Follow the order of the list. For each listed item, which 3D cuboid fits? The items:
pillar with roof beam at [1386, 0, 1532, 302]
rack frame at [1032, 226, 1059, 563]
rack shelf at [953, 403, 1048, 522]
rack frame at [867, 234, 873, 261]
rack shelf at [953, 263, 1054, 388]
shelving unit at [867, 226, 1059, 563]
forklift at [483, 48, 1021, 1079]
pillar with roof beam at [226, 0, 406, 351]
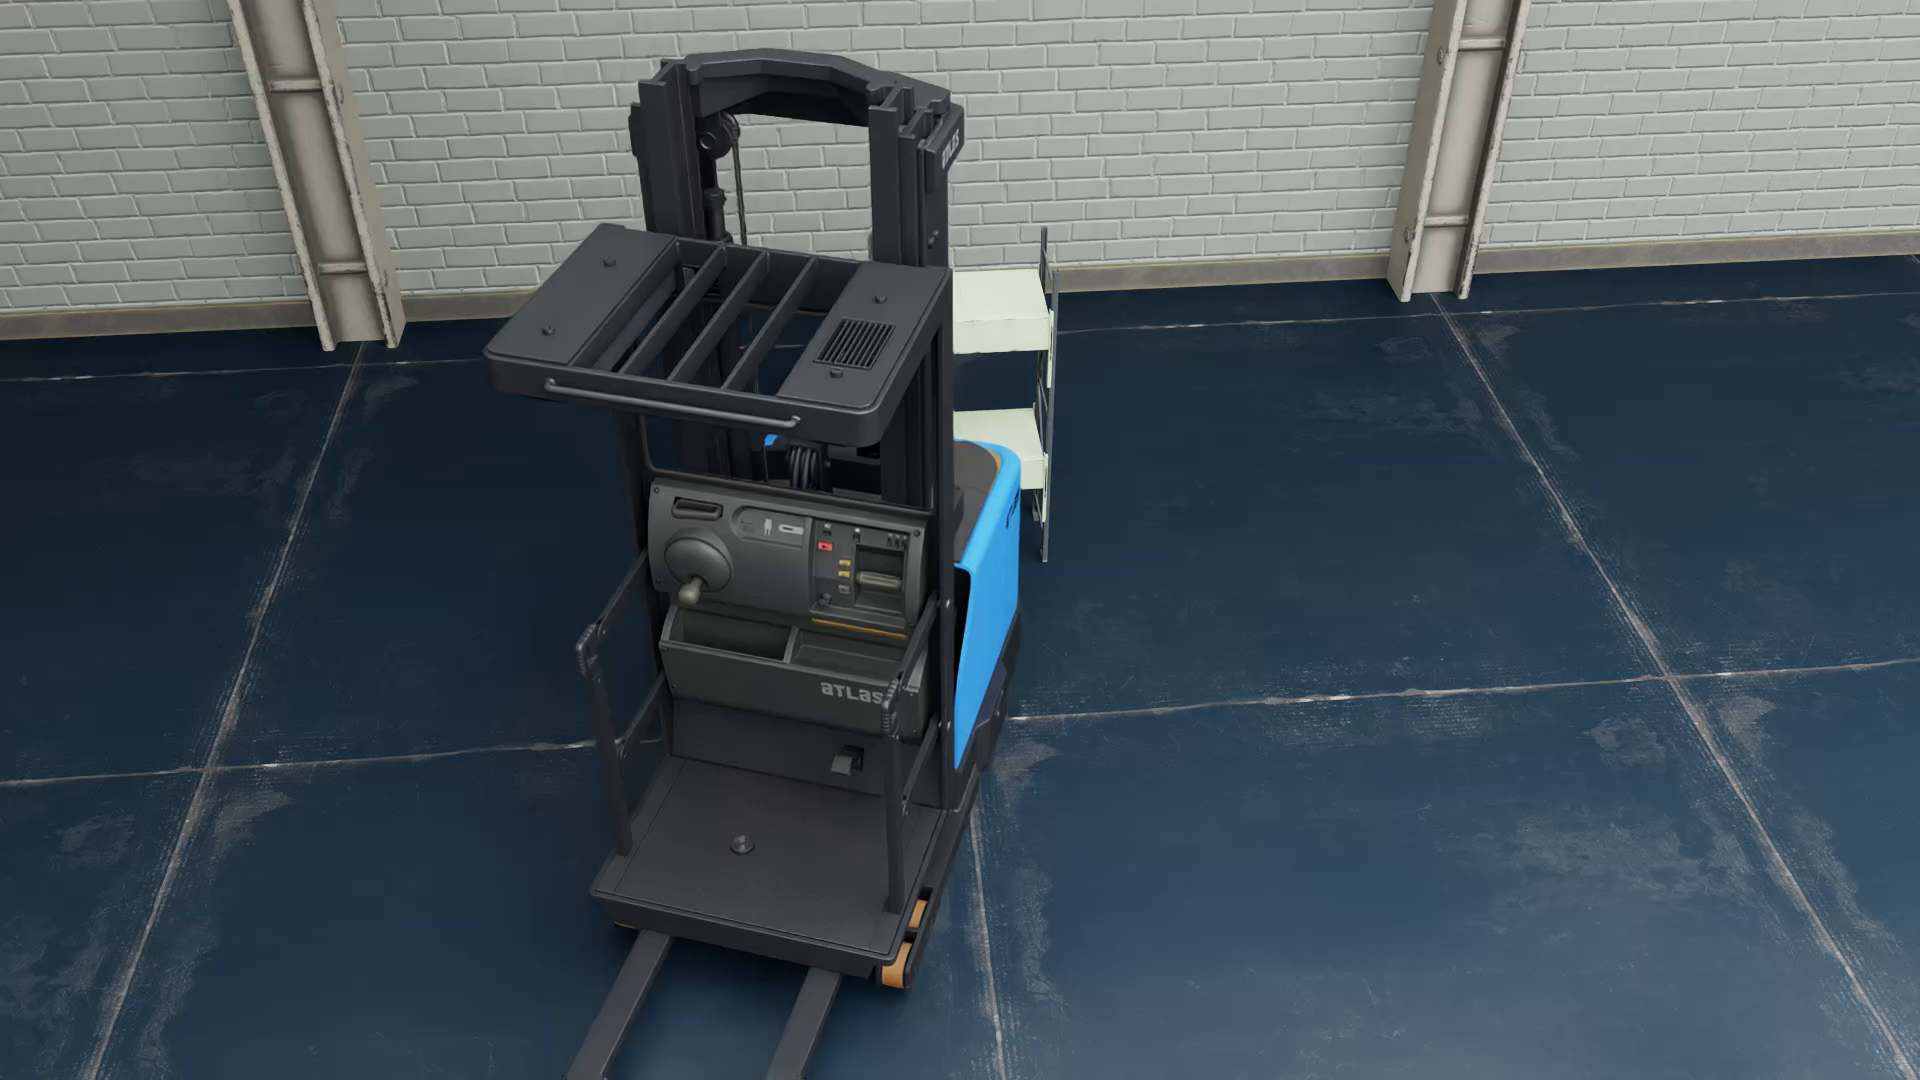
[{"bbox_3d":[3.073,-2.341,3.452,0.400,9.000,9.100,-3,38,-4],"label":"pillar with roof beam"},{"bbox_3d":[0.371,-0.609,7.311,0.023,1.500,0.400,-3,38,-4],"label":"rack frame"},{"bbox_3d":[0.007,-0.333,7.488,0.720,0.370,0.431,-3,38,-4],"label":"rack shelf"},{"bbox_3d":[-0.358,-0.569,7.260,0.023,1.500,0.400,-3,38,-4],"label":"rack frame"},{"bbox_3d":[0.007,-0.896,7.044,0.720,0.370,0.431,-3,38,-4],"label":"rack shelf"},{"bbox_3d":[0.007,-0.589,7.286,0.755,1.500,0.431,-3,38,-4],"label":"shelving unit"},{"bbox_3d":[-0.621,0.133,5.215,1.130,2.935,3.031,9,39,12],"label":"forklift"},{"bbox_3d":[-2.903,-2.012,3.035,0.400,9.000,9.100,-3,38,-4],"label":"pillar with roof beam"}]
